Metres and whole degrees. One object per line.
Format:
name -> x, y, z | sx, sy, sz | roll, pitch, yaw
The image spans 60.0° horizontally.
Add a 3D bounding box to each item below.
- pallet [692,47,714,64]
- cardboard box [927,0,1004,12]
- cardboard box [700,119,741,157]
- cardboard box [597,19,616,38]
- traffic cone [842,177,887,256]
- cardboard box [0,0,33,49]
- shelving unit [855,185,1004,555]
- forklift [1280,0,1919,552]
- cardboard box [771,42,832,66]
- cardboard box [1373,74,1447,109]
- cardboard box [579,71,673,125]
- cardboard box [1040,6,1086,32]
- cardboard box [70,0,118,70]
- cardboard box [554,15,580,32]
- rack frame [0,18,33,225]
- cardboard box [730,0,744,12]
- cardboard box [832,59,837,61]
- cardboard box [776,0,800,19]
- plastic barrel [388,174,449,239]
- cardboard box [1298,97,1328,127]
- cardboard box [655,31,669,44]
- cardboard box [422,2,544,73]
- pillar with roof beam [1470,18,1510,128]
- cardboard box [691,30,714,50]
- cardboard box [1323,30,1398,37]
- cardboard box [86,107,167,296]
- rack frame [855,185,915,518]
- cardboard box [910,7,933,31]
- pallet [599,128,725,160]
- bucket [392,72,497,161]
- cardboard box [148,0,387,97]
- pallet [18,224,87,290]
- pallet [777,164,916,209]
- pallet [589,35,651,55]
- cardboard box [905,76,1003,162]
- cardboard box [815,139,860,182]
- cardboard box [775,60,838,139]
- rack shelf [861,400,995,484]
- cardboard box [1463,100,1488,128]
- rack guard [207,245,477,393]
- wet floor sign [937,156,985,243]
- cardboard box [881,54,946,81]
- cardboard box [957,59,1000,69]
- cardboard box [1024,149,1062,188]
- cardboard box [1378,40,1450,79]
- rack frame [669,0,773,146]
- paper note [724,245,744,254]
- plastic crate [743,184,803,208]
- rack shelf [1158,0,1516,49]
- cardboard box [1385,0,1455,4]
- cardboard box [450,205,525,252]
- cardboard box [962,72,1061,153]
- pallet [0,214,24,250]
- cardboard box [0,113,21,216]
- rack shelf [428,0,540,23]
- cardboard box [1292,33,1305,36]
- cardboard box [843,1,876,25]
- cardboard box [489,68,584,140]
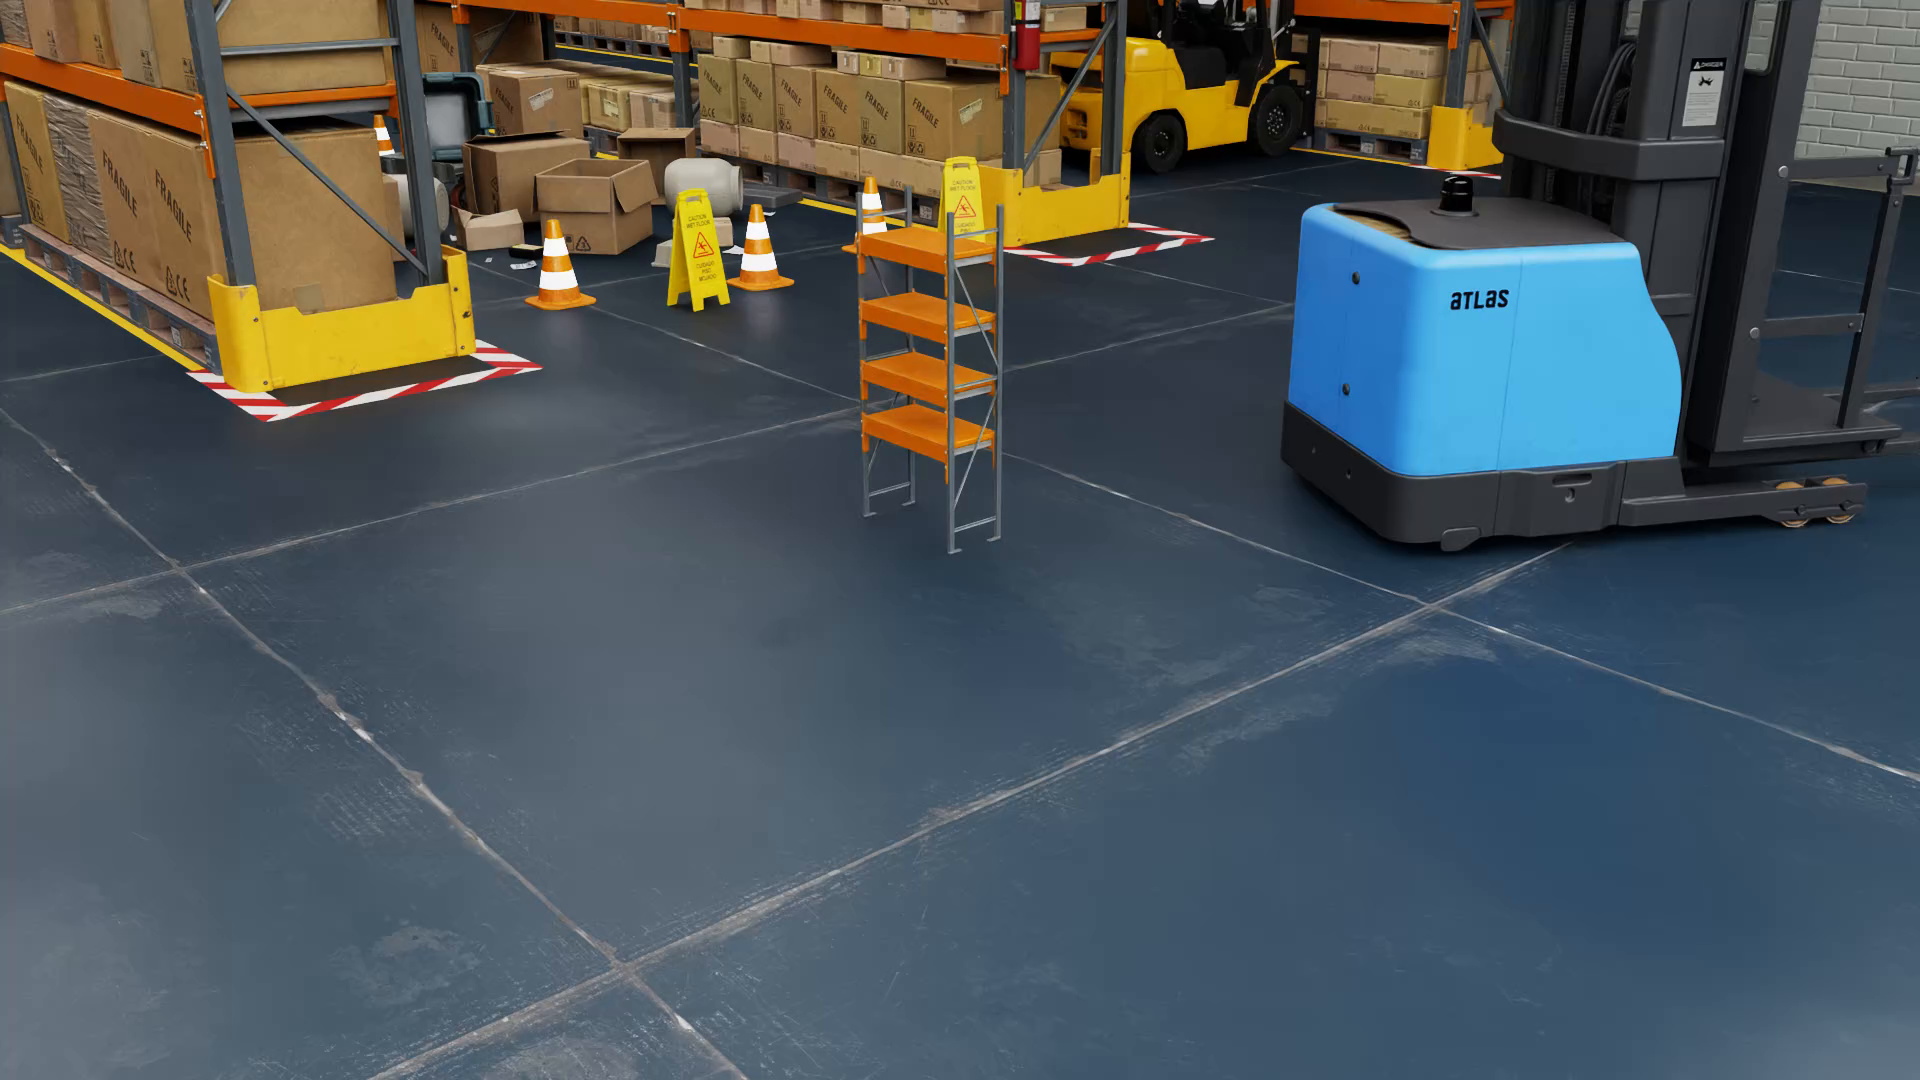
pallet -> -2.824, -6.451, 22.166 | 1.003, 0.211, 1.213 | -17, 27, -37
cardboard box -> 0.128, -3.737, 10.867 | 0.500, 0.500, 0.500 | -18, 28, -38
cardboard box -> -1.739, -3.261, 13.390 | 0.500, 0.250, 0.500 | -19, 28, -40
cardboard box -> -4.869, -7.496, 23.860 | 0.500, 0.500, 0.500 | -17, 27, -36
traffic cone -> -0.567, -2.098, 10.706 | 0.336, 0.463, 0.334 | -17, 27, -37
cardboard box -> -5.354, -3.337, 10.186 | 0.875, 0.550, 0.550 | -17, 27, -37
shelving unit -> -0.108, -0.604, 5.882 | 0.258, 1.200, 0.503 | -17, 27, -37
forklift -> 2.847, -1.591, 6.026 | 3.031, 2.935, 1.130 | -5, 22, -12
cardboard box -> -1.188, -3.648, 12.461 | 0.380, 0.149, 0.250 | -16, 26, -34
cardboard box -> 3.895, -3.858, 14.231 | 0.500, 0.250, 0.500 | -18, 28, -38
cardboard box -> -3.191, -4.078, 15.311 | 0.950, 0.372, 0.625 | -16, 27, -36
cardboard box -> 0.626, -3.494, 11.135 | 0.380, 0.149, 0.250 | -17, 27, -37
cardboard box -> -4.293, -2.891, 9.046 | 0.875, 0.550, 0.500 | -17, 27, -37
cardboard box -> -5.667, -7.912, 24.920 | 0.797, 0.503, 0.637 | -19, 28, -39
rack frame -> -5.604, -3.366, 10.466 | 1.000, 3.000, 0.127 | -17, 27, -37
cardboard box -> -1.556, -4.169, 12.859 | 0.380, 0.149, 0.250 | -18, 27, -38
cardboard box -> -0.663, -3.457, 12.863 | 0.500, 0.500, 0.500 | -16, 26, -35
cardboard box -> -1.129, -3.937, 12.266 | 0.380, 0.149, 0.250 | -17, 27, -37
plastic barrel -> -3.701, -2.219, 11.068 | 0.512, 0.421, 0.421 | 0, 21, -1
cardboard box -> 3.266, -3.900, 15.023 | 0.500, 0.250, 0.500 | -17, 27, -37
cardboard box -> -3.970, -6.918, 22.866 | 0.380, 0.149, 0.250 | -18, 28, -39
cardboard box -> -4.919, -5.095, 17.216 | 0.875, 0.875, 0.875 | -18, 28, -38
pillar with roof beam -> 1.416, -6.826, 11.072 | 9.100, 9.000, 0.400 | -17, 27, -37
cardboard box -> -3.238, -6.810, 22.110 | 0.500, 0.500, 0.500 | -16, 26, -35
cardboard box -> 3.632, -4.487, 15.150 | 0.500, 0.250, 0.500 | -18, 27, -38
cardboard box -> -4.061, -1.882, 9.013 | 0.875, 0.875, 0.875 | -18, 28, -38
rack frame -> -0.267, -0.672, 6.054 | 0.240, 1.200, 0.015 | -17, 27, -37
cardboard box -> -0.115, -3.522, 11.209 | 0.380, 0.149, 0.250 | -18, 28, -38
pallet -> -2.429, -3.489, 14.603 | 1.003, 0.211, 1.213 | -17, 27, -37
bucket -> -3.768, -3.061, 12.091 | 0.726, 0.611, 0.620 | -8, 13, -19
cardboard box -> -3.269, -2.423, 7.851 | 0.875, 0.550, 0.550 | -17, 27, -37
pallet -> -5.167, -1.839, 10.390 | 1.003, 0.211, 1.213 | -17, 27, -37
pallet -> -0.654, -2.760, 12.741 | 1.003, 0.211, 1.213 | -17, 27, -37
pallet -> -4.632, -7.194, 24.063 | 1.003, 0.211, 1.213 | -17, 27, -37
cardboard box -> -0.029, -2.891, 11.419 | 0.500, 0.500, 0.500 | -17, 27, -37
cardboard box -> -0.718, -2.830, 12.292 | 0.500, 0.250, 0.500 | -19, 28, -39
cardboard box -> -1.044, -3.321, 12.516 | 0.500, 0.500, 0.500 | -16, 26, -35
rack shelf -> -0.108, -0.357, 5.979 | 0.258, 0.148, 0.480 | -17, 27, -37
cardboard box -> 4.277, -3.748, 14.634 | 0.500, 0.250, 0.500 | -17, 27, -37
rack guard -> -2.977, -1.091, 8.083 | 1.175, 0.500, 0.348 | -17, 27, -37
wet floor sign -> 0.005, -2.064, 10.369 | 0.267, 0.644, 0.232 | -8, 23, -19
cardboard box -> -0.320, -3.279, 11.519 | 0.380, 0.149, 0.250 | -16, 27, -36
cardboard box -> 0.496, -5.410, 18.364 | 0.875, 0.625, 0.625 | -19, 28, -40
cardboard box -> 0.374, -2.671, 11.886 | 0.500, 0.250, 0.500 | -18, 28, -38
cardboard box -> 3.912, -4.084, 14.121 | 0.500, 0.250, 0.500 | -16, 27, -36
rack frame -> -1.920, -4.573, 13.546 | 1.000, 3.000, 0.127 | -17, 27, -37
paper note -> -1.434, -1.872, 10.723 | 0.142, 0.019, 0.148 | 12, 24, 27
plastic crate -> -1.516, -2.584, 12.472 | 0.583, 0.080, 0.402 | 12, 24, 27
rack shelf -> 3.144, -4.868, 15.286 | 1.077, 0.370, 4.000 | -17, 27, -37
cardboard box -> 3.929, -4.770, 13.913 | 0.500, 0.500, 0.500 | -18, 28, -39
cardboard box -> -3.086, -2.057, 10.871 | 0.396, 0.266, 0.258 | -12, 25, -28
cardboard box -> 0.358, -3.027, 11.766 | 0.500, 0.500, 0.500 | -19, 28, -39
pallet -> -6.164, -2.263, 11.473 | 1.003, 0.211, 1.213 | -17, 27, -37
cardboard box -> -6.077, -2.664, 11.183 | 1.050, 0.750, 0.750 | -18, 27, -38
rack shelf -> -5.836, -5.895, 17.909 | 1.077, 0.370, 4.000 | -17, 27, -37
cardboard box -> 2.913, -4.502, 15.190 | 0.500, 0.250, 0.500 | -18, 28, -38
cardboard box -> -0.603, -3.740, 11.763 | 0.380, 0.149, 0.250 | -18, 28, -38
cardboard box -> -3.249, -3.329, 12.760 | 0.500, 0.500, 0.500 | -17, 27, -37
